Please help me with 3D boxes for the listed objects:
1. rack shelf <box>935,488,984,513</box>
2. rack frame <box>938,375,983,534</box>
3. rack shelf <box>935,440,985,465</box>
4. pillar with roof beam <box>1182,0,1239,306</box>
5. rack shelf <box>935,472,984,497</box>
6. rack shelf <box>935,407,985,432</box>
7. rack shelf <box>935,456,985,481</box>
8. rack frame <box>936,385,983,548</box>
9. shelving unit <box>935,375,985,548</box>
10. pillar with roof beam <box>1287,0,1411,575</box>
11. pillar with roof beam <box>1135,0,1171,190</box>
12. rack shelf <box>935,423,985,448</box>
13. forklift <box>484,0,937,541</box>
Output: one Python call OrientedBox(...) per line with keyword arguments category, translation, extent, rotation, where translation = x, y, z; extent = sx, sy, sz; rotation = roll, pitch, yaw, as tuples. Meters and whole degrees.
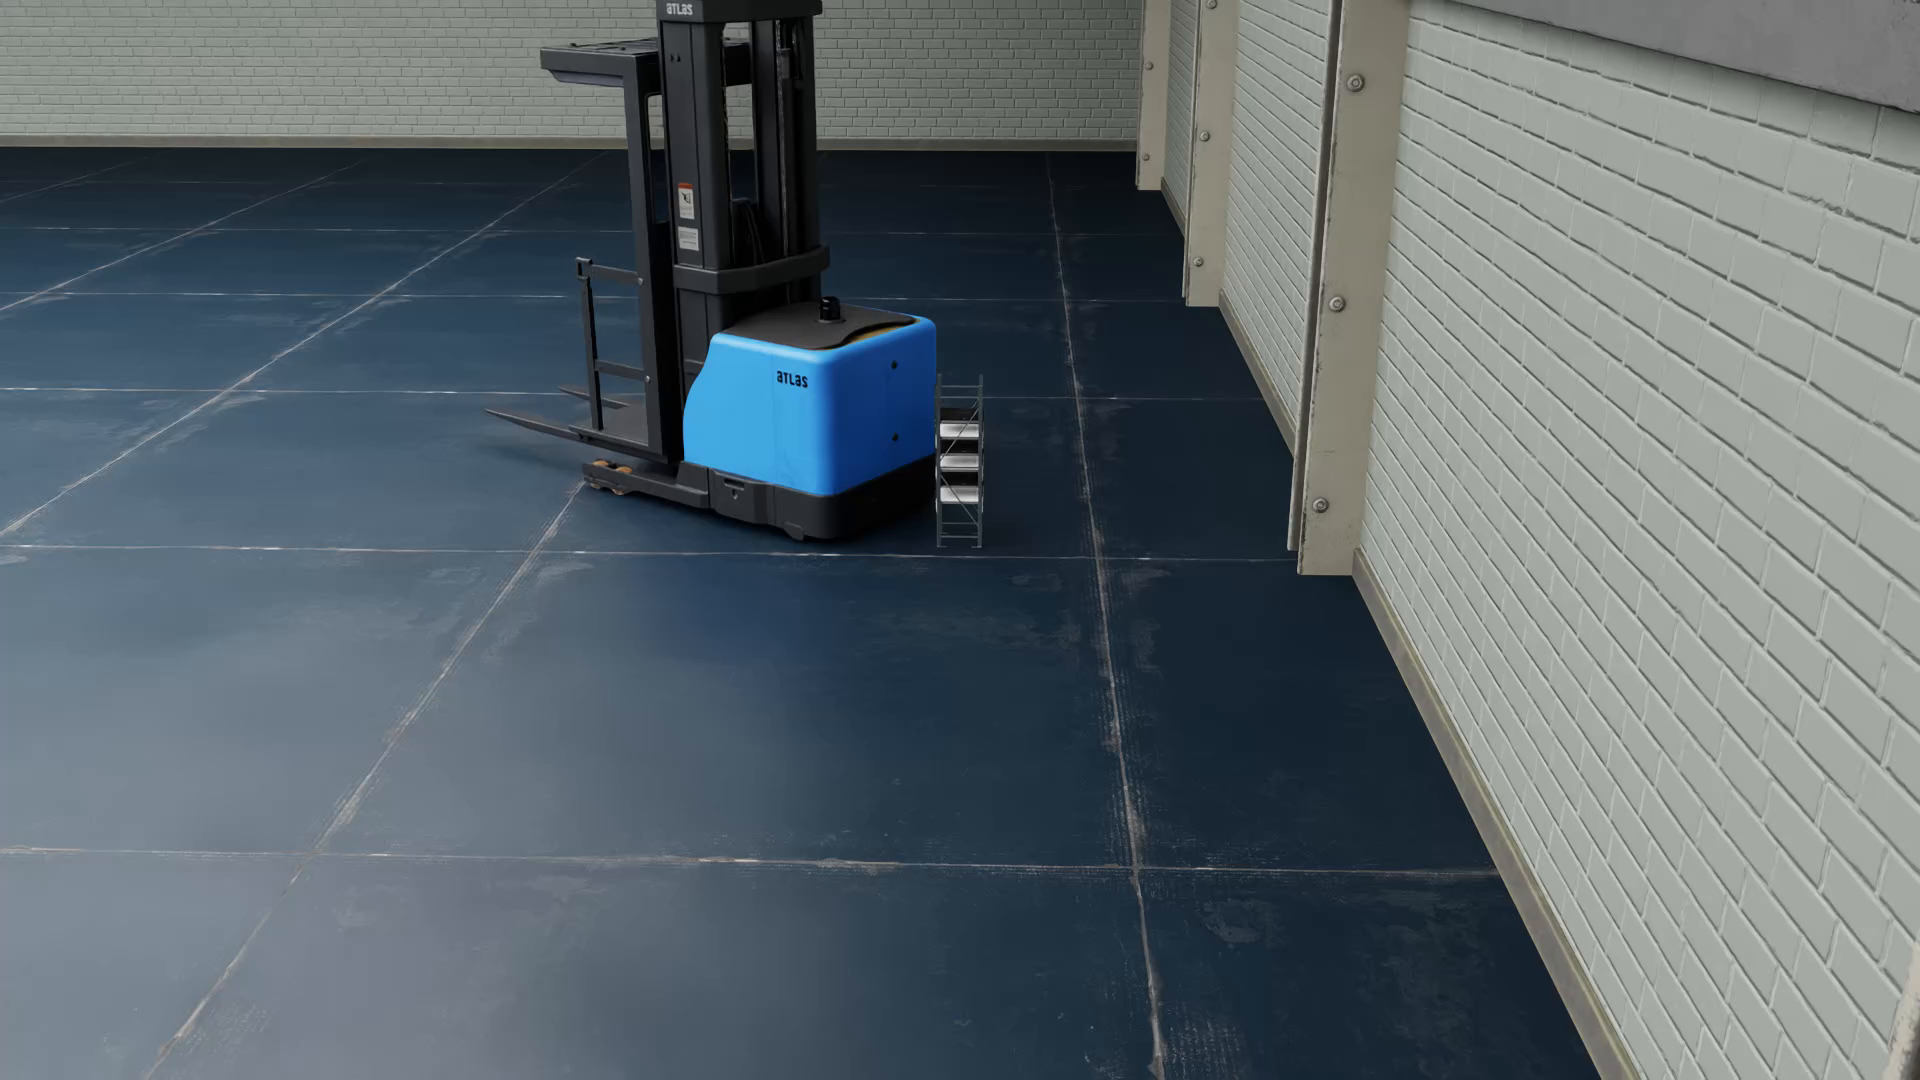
OrientedBox(category="rack shelf", translation=(0.000, -0.218, 8.936), extent=(0.258, 0.077, 0.200), rotation=(1, 21, 2))
OrientedBox(category="rack frame", translation=(0.003, -0.453, 8.953), extent=(0.240, 0.900, 0.006), rotation=(1, 21, 2))
OrientedBox(category="rack shelf", translation=(0.000, -0.469, 8.838), extent=(0.258, 0.077, 0.200), rotation=(1, 21, 2))
OrientedBox(category="pillar with roof beam", translation=(-2.214, -6.304, 12.835), extent=(9.100, 9.000, 0.400), rotation=(1, 21, 2))
OrientedBox(category="rack shelf", translation=(0.000, -0.302, 8.903), extent=(0.258, 0.077, 0.200), rotation=(1, 21, 2))
OrientedBox(category="rack shelf", translation=(0.000, -0.637, 8.773), extent=(0.258, 0.077, 0.200), rotation=(1, 21, 2))
OrientedBox(category="rack shelf", translation=(0.000, -0.386, 8.871), extent=(0.258, 0.077, 0.200), rotation=(1, 21, 2))
OrientedBox(category="rack frame", translation=(-0.003, -0.380, 8.764), extent=(0.240, 0.900, 0.006), rotation=(1, 21, 2))
OrientedBox(category="shelving unit", translation=(0.000, -0.417, 8.859), extent=(0.258, 0.900, 0.210), rotation=(1, 21, 2))
OrientedBox(category="pillar with roof beam", translation=(-2.397, -4.134, 7.244), extent=(9.100, 9.000, 0.400), rotation=(1, 21, 2))
OrientedBox(category="pillar with roof beam", translation=(-2.032, -8.473, 18.426), extent=(9.100, 9.000, 0.400), rotation=(1, 21, 2))
OrientedBox(category="rack shelf", translation=(0.000, -0.553, 8.806), extent=(0.258, 0.077, 0.200), rotation=(1, 21, 2))
OrientedBox(category="forklift", translation=(-1.607, -1.766, 9.528), extent=(3.031, 2.935, 1.130), rotation=(15, 26, 33))
